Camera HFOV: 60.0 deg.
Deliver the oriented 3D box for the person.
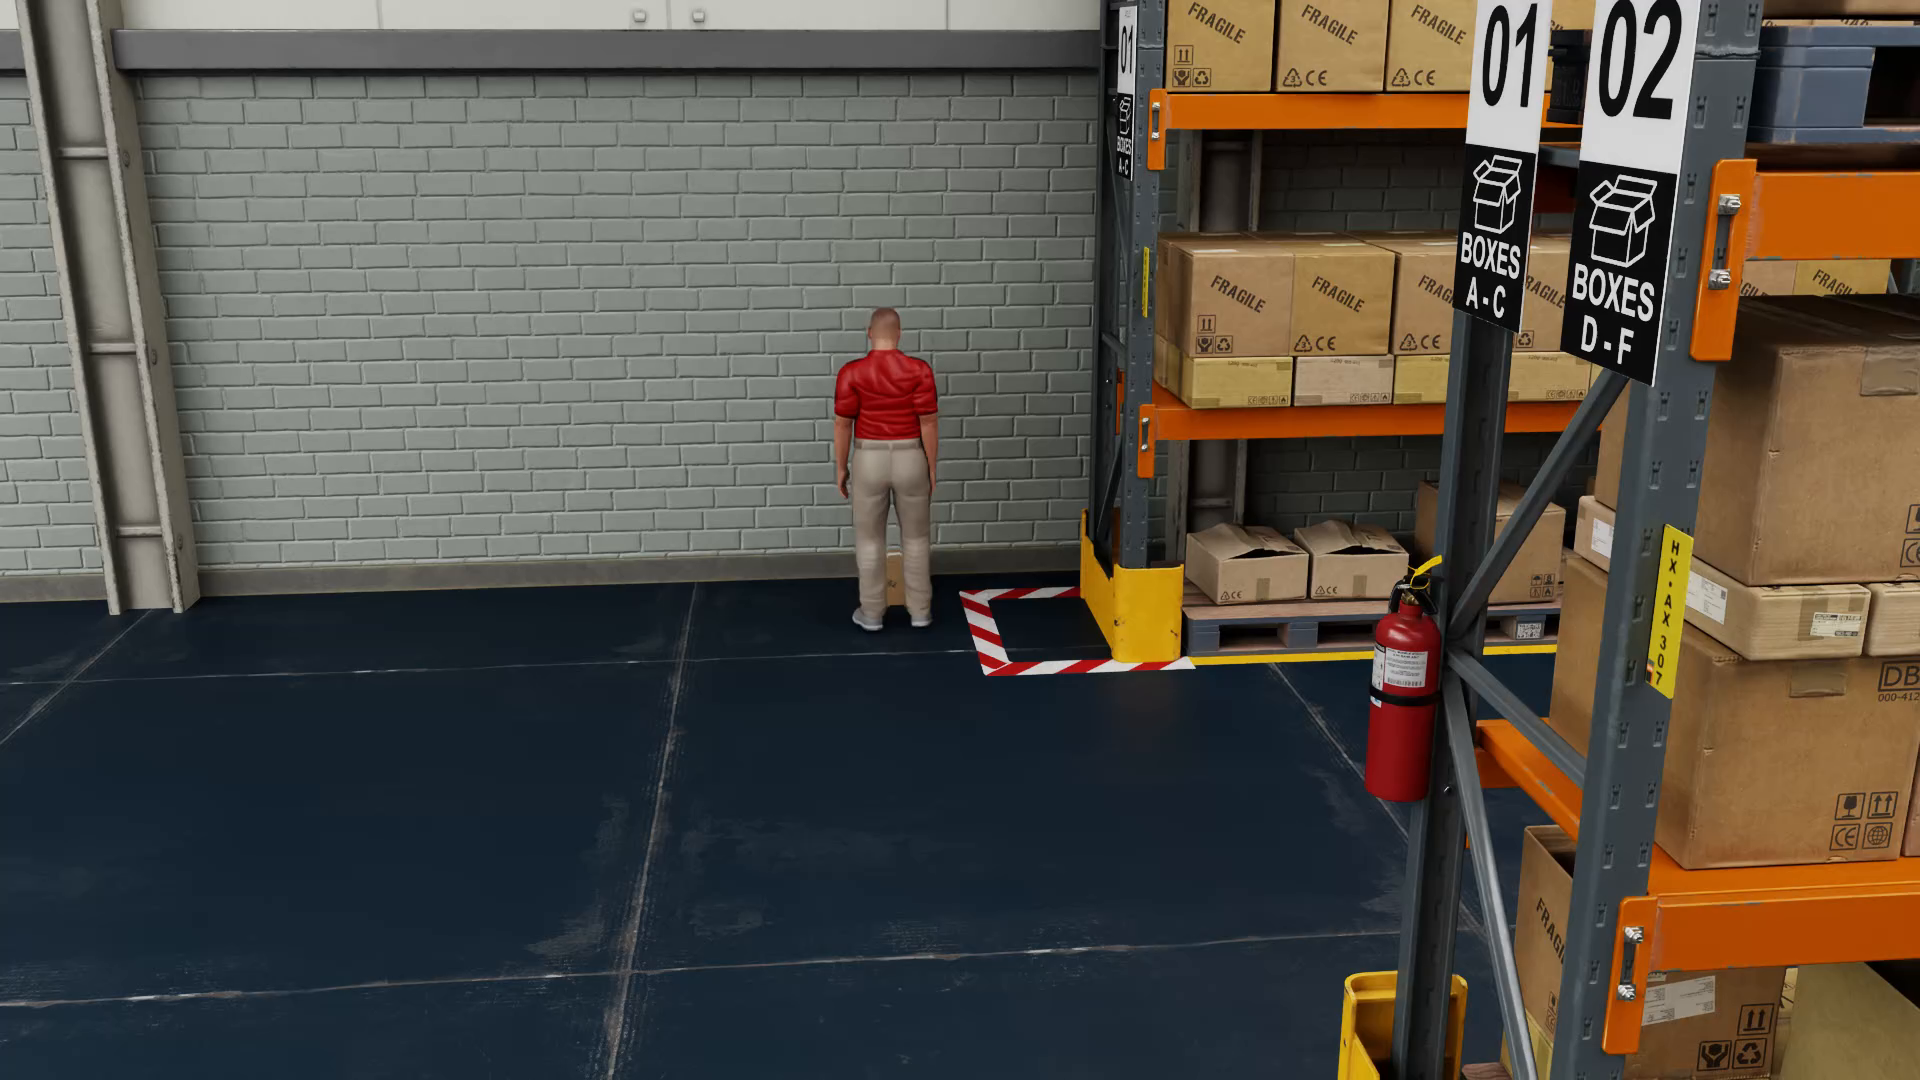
[{"bbox_3d":[-0.390,-0.356,8.777,0.546,1.760,0.402,-1,17,-5],"label":"person"}]
